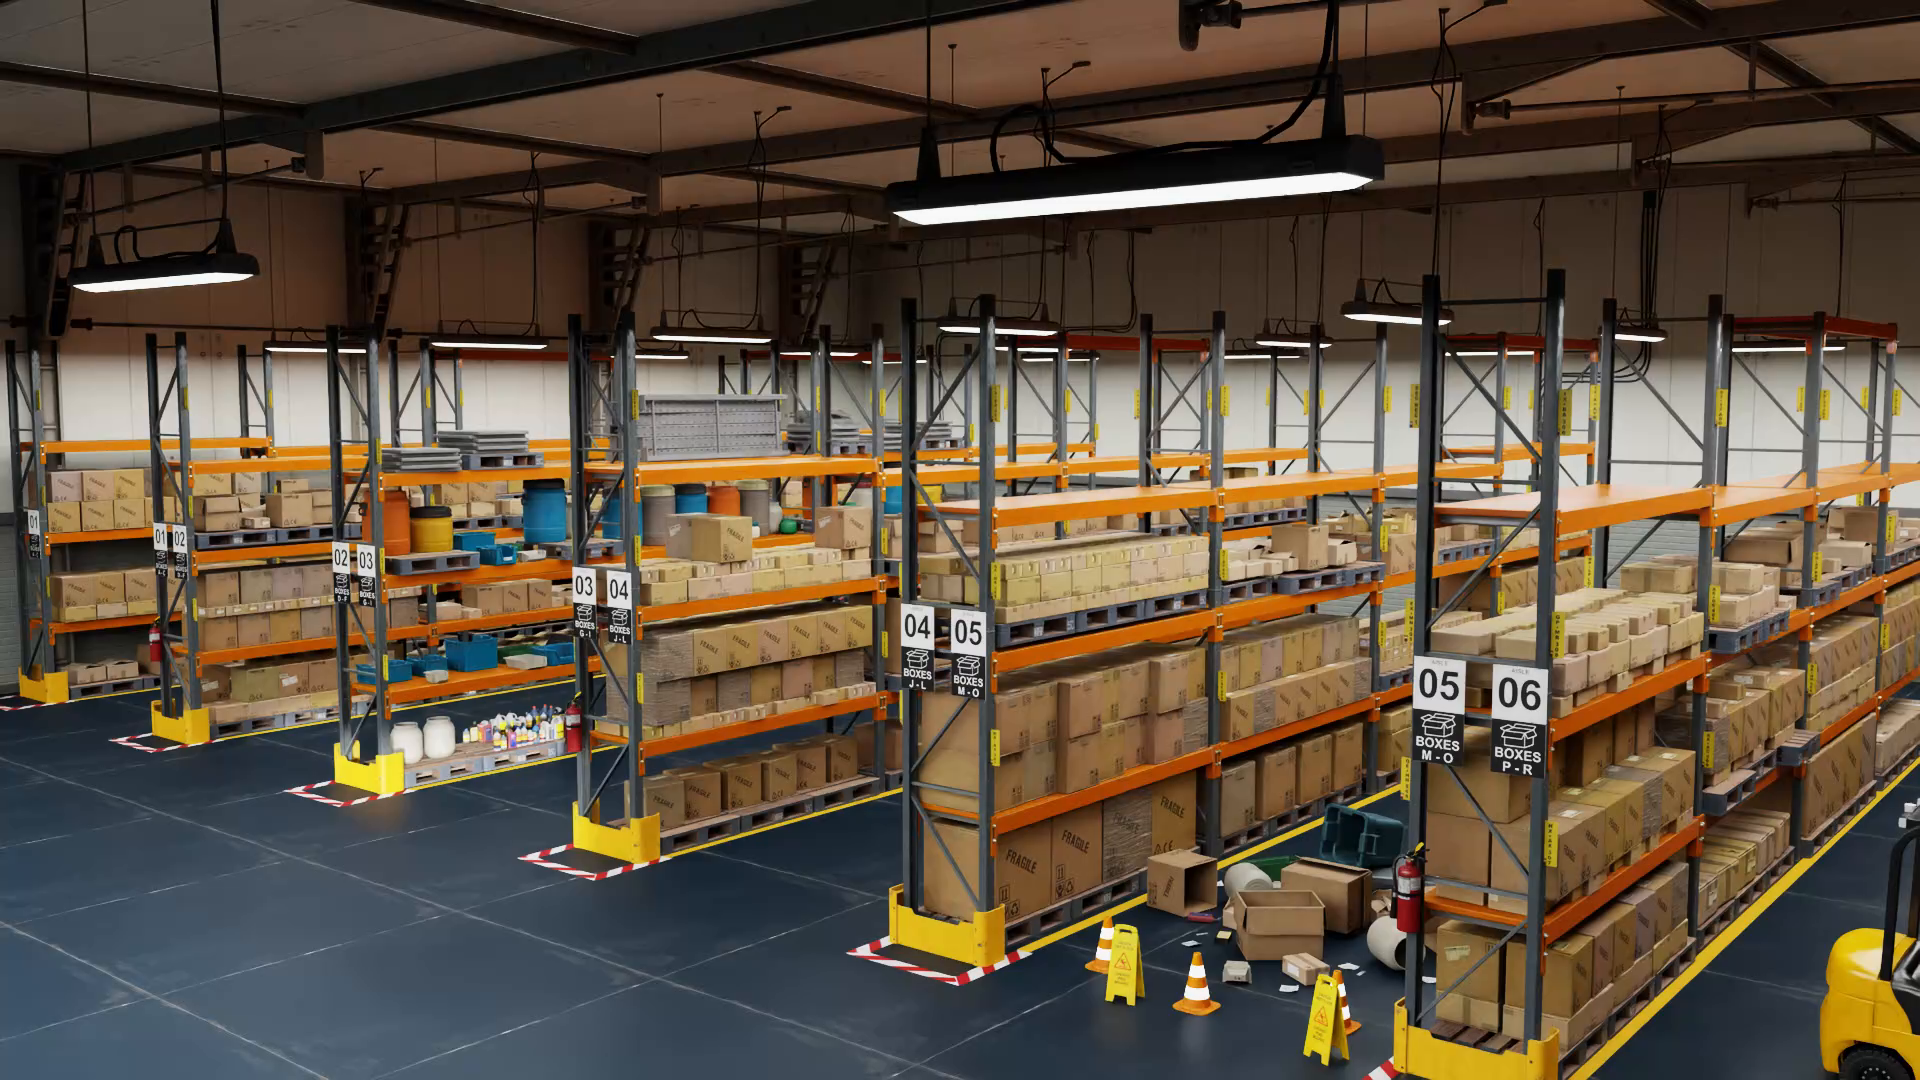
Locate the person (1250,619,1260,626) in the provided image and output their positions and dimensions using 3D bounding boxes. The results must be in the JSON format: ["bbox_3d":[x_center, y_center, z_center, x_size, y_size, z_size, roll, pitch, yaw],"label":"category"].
[{"bbox_3d":[4.483,2.047,25.500,0.522,1.662,0.532,-4,6,-36],"label":"person"}]
